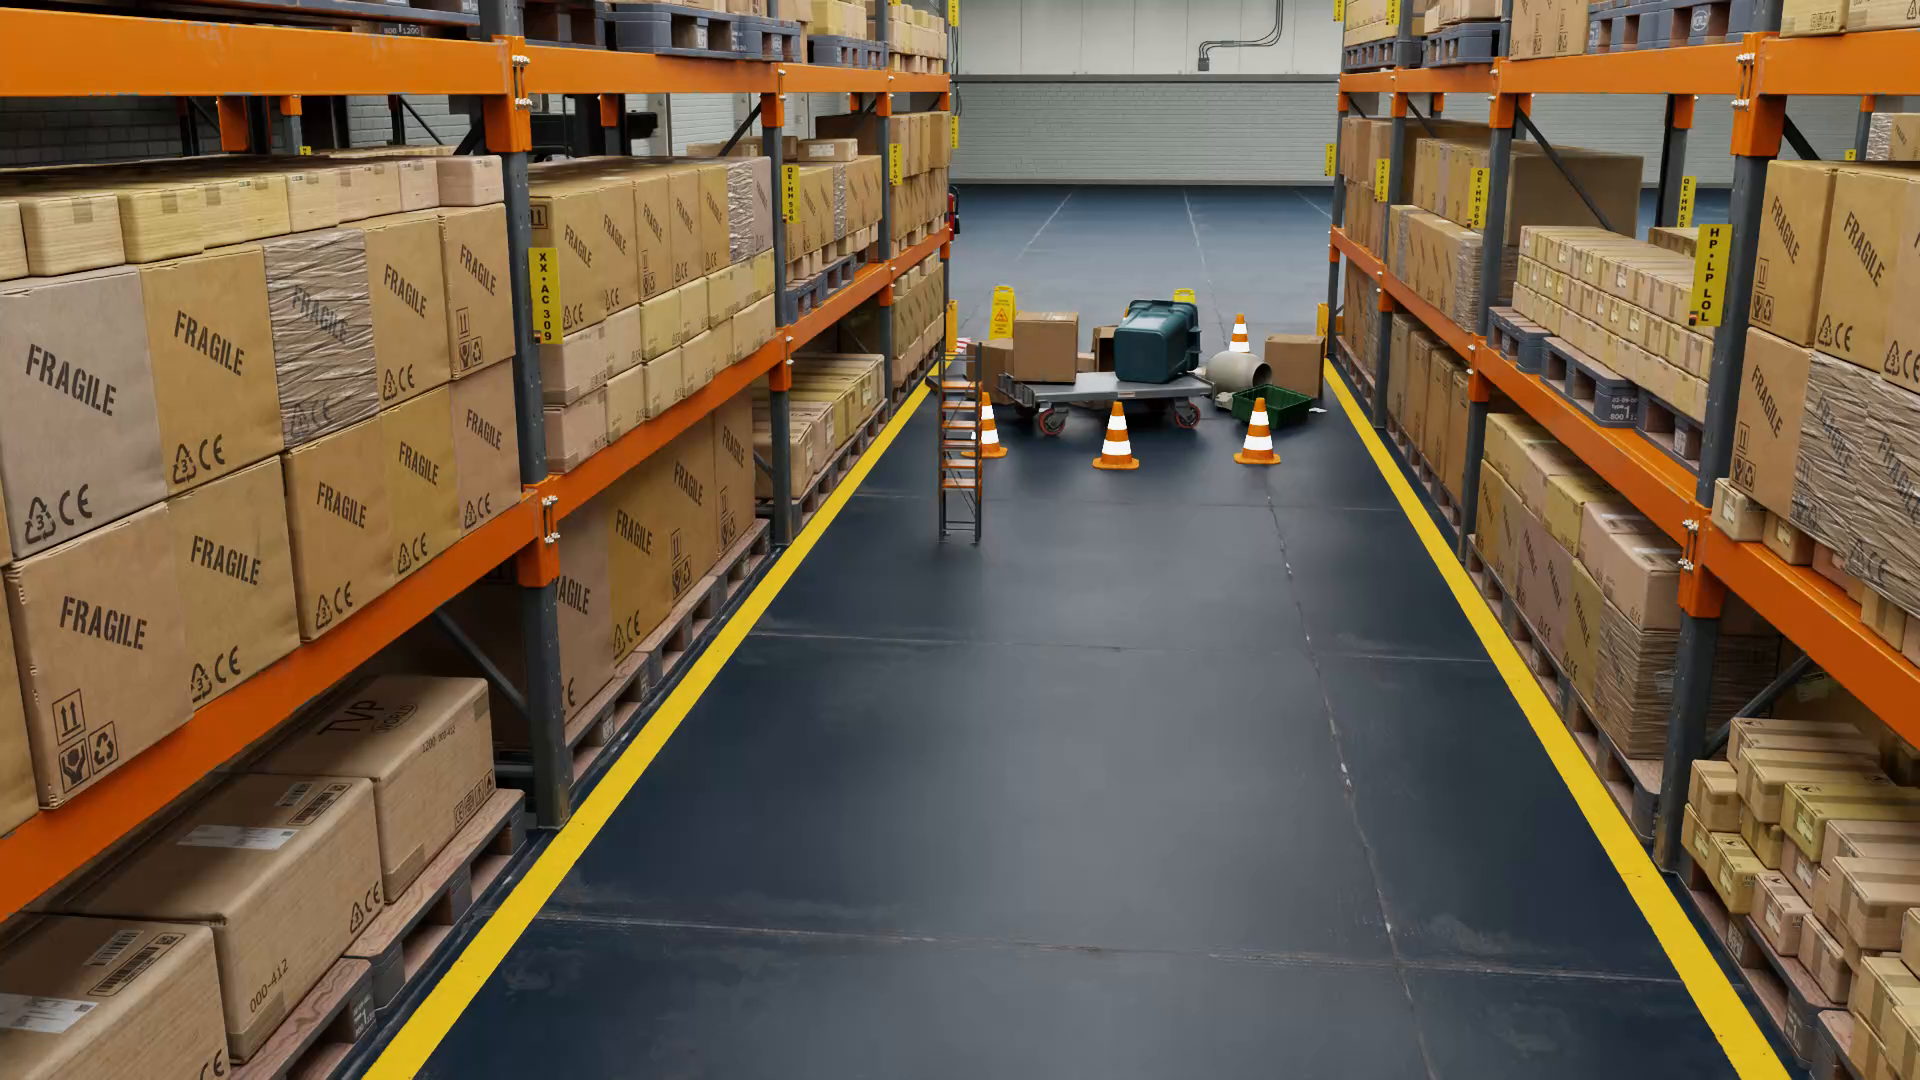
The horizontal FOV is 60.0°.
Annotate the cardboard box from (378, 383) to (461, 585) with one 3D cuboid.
[{"bbox_3d":[-1.821,-0.181,4.895,0.500,0.500,0.500,1,15,5],"label":"cardboard box"}]

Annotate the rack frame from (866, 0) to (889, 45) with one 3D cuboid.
[{"bbox_3d":[-1.067,-5.365,12.765,1.000,3.000,0.127,2,15,6],"label":"rack frame"}]

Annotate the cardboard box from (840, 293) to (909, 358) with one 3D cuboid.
[{"bbox_3d":[-0.733,-1.852,14.291,0.500,0.500,0.500,2,15,9],"label":"cardboard box"}]

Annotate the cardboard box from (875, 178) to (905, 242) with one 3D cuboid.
[{"bbox_3d":[-0.741,-2.767,13.888,0.500,0.500,0.500,2,15,6],"label":"cardboard box"}]

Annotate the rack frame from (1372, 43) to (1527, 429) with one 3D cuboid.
[{"bbox_3d":[3.862,-2.350,13.106,1.000,3.000,0.127,2,15,6],"label":"rack frame"}]

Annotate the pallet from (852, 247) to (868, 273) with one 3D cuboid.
[{"bbox_3d":[-1.298,-2.183,12.856,1.003,0.211,1.213,2,15,6],"label":"pallet"}]

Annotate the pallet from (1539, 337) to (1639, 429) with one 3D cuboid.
[{"bbox_3d":[3.228,-0.705,7.391,1.003,0.211,1.213,2,15,6],"label":"pallet"}]

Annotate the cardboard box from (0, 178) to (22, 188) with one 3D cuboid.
[{"bbox_3d":[-2.454,-0.770,3.913,0.380,0.149,0.250,2,15,6],"label":"cardboard box"}]

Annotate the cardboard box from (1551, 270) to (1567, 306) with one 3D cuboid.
[{"bbox_3d":[3.074,-1.213,8.008,0.380,0.149,0.250,2,15,7],"label":"cardboard box"}]

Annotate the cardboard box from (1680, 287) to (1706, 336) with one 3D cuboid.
[{"bbox_3d":[2.841,-0.823,5.997,0.380,0.149,0.250,1,15,5],"label":"cardboard box"}]

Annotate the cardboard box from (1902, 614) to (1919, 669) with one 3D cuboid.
[{"bbox_3d":[2.502,0.253,3.961,0.380,0.149,0.250,2,15,9],"label":"cardboard box"}]

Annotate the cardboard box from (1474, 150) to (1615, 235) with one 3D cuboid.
[{"bbox_3d":[3.527,-2.091,10.040,0.700,0.500,0.500,1,15,5],"label":"cardboard box"}]

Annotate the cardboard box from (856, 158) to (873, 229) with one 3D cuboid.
[{"bbox_3d":[-0.946,-2.609,12.498,0.500,0.500,0.500,2,15,7],"label":"cardboard box"}]

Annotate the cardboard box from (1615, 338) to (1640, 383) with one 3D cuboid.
[{"bbox_3d":[2.921,-0.735,6.809,0.380,0.149,0.250,1,15,4],"label":"cardboard box"}]

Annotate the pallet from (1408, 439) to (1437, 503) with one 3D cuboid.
[{"bbox_3d":[3.715,-0.484,11.548,1.003,0.211,1.213,2,15,6],"label":"pallet"}]

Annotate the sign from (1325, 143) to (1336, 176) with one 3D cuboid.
[{"bbox_3d":[3.763,-3.861,16.885,0.100,0.325,0.005,2,15,6],"label":"sign"}]

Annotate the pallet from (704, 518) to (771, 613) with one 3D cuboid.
[{"bbox_3d":[-1.683,0.116,9.328,1.003,0.211,1.213,2,15,6],"label":"pallet"}]

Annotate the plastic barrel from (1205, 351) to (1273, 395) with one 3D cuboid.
[{"bbox_3d":[2.466,-1.446,14.697,0.421,0.421,0.512,-14,20,-42],"label":"plastic barrel"}]

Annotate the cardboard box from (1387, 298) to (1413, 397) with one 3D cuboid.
[{"bbox_3d":[4.003,-1.688,13.924,0.875,0.875,0.875,2,15,7],"label":"cardboard box"}]

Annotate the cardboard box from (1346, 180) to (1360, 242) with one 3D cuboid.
[{"bbox_3d":[4.089,-3.077,15.509,0.875,0.550,0.550,2,15,6],"label":"cardboard box"}]

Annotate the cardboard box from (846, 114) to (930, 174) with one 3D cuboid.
[{"bbox_3d":[-0.639,-3.513,14.730,0.700,0.500,0.500,1,15,5],"label":"cardboard box"}]

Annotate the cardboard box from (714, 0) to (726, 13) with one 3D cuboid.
[{"bbox_3d":[-1.326,-2.650,7.924,0.396,0.266,0.258,1,15,5],"label":"cardboard box"}]

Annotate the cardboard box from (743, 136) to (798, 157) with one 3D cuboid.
[{"bbox_3d":[-1.472,-3.066,12.944,0.380,0.149,0.250,2,15,6],"label":"cardboard box"}]

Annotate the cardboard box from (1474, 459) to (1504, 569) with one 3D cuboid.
[{"bbox_3d":[3.078,-0.133,8.890,0.500,0.500,0.500,1,15,4],"label":"cardboard box"}]

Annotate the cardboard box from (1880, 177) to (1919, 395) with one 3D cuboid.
[{"bbox_3d":[2.536,-0.575,3.865,0.500,0.500,0.500,2,15,7],"label":"cardboard box"}]

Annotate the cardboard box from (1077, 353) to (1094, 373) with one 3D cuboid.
[{"bbox_3d":[1.243,-1.731,16.280,0.380,0.149,0.250,11,19,35],"label":"cardboard box"}]

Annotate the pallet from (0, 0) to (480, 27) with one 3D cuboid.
[{"bbox_3d":[-2.073,-1.588,4.711,1.003,0.211,1.213,2,15,6],"label":"pallet"}]

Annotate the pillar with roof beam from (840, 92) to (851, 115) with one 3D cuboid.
[{"bbox_3d":[1.140,-14.048,44.875,9.100,9.000,0.400,2,15,6],"label":"pillar with roof beam"}]

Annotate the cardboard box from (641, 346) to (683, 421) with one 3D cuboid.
[{"bbox_3d":[-1.528,-0.695,7.274,0.500,0.250,0.500,2,15,6],"label":"cardboard box"}]

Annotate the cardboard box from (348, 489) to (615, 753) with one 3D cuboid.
[{"bbox_3d":[-1.980,0.265,6.701,0.875,0.875,0.875,2,15,8],"label":"cardboard box"}]

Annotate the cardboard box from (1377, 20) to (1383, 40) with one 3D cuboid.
[{"bbox_3d":[3.671,-4.230,13.798,0.380,0.149,0.250,2,15,6],"label":"cardboard box"}]

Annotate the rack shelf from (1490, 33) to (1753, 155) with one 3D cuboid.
[{"bbox_3d":[3.185,-1.894,7.053,1.077,0.370,4.000,2,15,6],"label":"rack shelf"}]

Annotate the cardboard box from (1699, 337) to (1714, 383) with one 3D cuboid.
[{"bbox_3d":[2.808,-0.609,5.775,0.380,0.149,0.250,2,15,8],"label":"cardboard box"}]

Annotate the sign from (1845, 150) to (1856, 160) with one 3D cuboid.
[{"bbox_3d":[8.692,-3.649,16.251,0.100,0.325,0.005,2,15,6],"label":"sign"}]

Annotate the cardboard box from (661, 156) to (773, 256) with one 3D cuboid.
[{"bbox_3d":[-1.317,-1.821,9.044,0.500,0.500,0.500,1,15,5],"label":"cardboard box"}]

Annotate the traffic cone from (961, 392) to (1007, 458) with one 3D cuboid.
[{"bbox_3d":[0.184,-0.882,12.537,0.336,0.463,0.334,2,15,6],"label":"traffic cone"}]

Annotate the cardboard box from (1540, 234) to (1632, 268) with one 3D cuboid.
[{"bbox_3d":[3.107,-1.434,8.255,0.380,0.149,0.250,2,15,6],"label":"cardboard box"}]

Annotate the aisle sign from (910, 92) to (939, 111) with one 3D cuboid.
[{"bbox_3d":[-0.321,-4.769,17.073,0.394,0.787,0.004,2,15,6],"label":"aisle sign"}]

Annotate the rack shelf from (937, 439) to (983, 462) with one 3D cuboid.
[{"bbox_3d":[0.002,-0.540,10.031,0.258,0.103,0.180,2,15,6],"label":"rack shelf"}]

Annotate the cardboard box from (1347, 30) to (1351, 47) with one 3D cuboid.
[{"bbox_3d":[3.929,-4.819,15.978,0.380,0.149,0.250,2,15,7],"label":"cardboard box"}]

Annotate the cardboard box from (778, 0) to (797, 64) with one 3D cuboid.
[{"bbox_3d":[-1.402,-3.174,10.215,0.700,0.500,0.500,2,15,6],"label":"cardboard box"}]

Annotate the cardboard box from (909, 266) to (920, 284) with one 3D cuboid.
[{"bbox_3d":[-0.575,-2.399,15.071,0.380,0.149,0.250,3,15,9],"label":"cardboard box"}]

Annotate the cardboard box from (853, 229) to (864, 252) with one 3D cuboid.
[{"bbox_3d":[-0.917,-2.207,12.256,0.380,0.149,0.250,2,15,7],"label":"cardboard box"}]

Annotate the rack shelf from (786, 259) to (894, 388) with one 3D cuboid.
[{"bbox_3d":[-1.293,-1.603,11.724,1.077,0.370,4.000,2,15,6],"label":"rack shelf"}]

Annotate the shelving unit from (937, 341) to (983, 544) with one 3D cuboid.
[{"bbox_3d":[0.002,-0.583,10.019,0.258,1.200,0.189,2,15,6],"label":"shelving unit"}]

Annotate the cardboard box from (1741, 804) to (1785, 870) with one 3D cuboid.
[{"bbox_3d":[2.662,0.908,5.146,0.380,0.149,0.250,2,15,7],"label":"cardboard box"}]

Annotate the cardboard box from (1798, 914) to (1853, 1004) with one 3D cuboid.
[{"bbox_3d":[2.614,1.186,4.687,0.380,0.149,0.250,1,15,5],"label":"cardboard box"}]

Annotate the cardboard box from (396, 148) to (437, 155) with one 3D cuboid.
[{"bbox_3d":[-5.400,-3.791,16.432,0.380,0.149,0.250,2,15,8],"label":"cardboard box"}]

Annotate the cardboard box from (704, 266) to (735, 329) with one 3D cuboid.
[{"bbox_3d":[-1.413,-1.201,8.188,0.500,0.250,0.500,1,15,5],"label":"cardboard box"}]

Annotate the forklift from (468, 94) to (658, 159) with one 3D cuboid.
[{"bbox_3d":[-2.812,-2.046,12.113,1.130,2.935,3.031,2,15,7],"label":"forklift"}]

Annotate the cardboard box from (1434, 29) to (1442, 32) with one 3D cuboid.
[{"bbox_3d":[3.499,-3.666,11.712,0.250,0.149,0.380,2,15,6],"label":"cardboard box"}]

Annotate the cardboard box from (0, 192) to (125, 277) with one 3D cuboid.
[{"bbox_3d":[-1.945,-0.621,3.363,0.380,0.149,0.250,2,15,7],"label":"cardboard box"}]

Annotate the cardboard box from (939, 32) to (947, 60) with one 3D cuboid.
[{"bbox_3d":[-0.406,-4.885,16.454,0.500,0.250,0.500,2,15,6],"label":"cardboard box"}]
